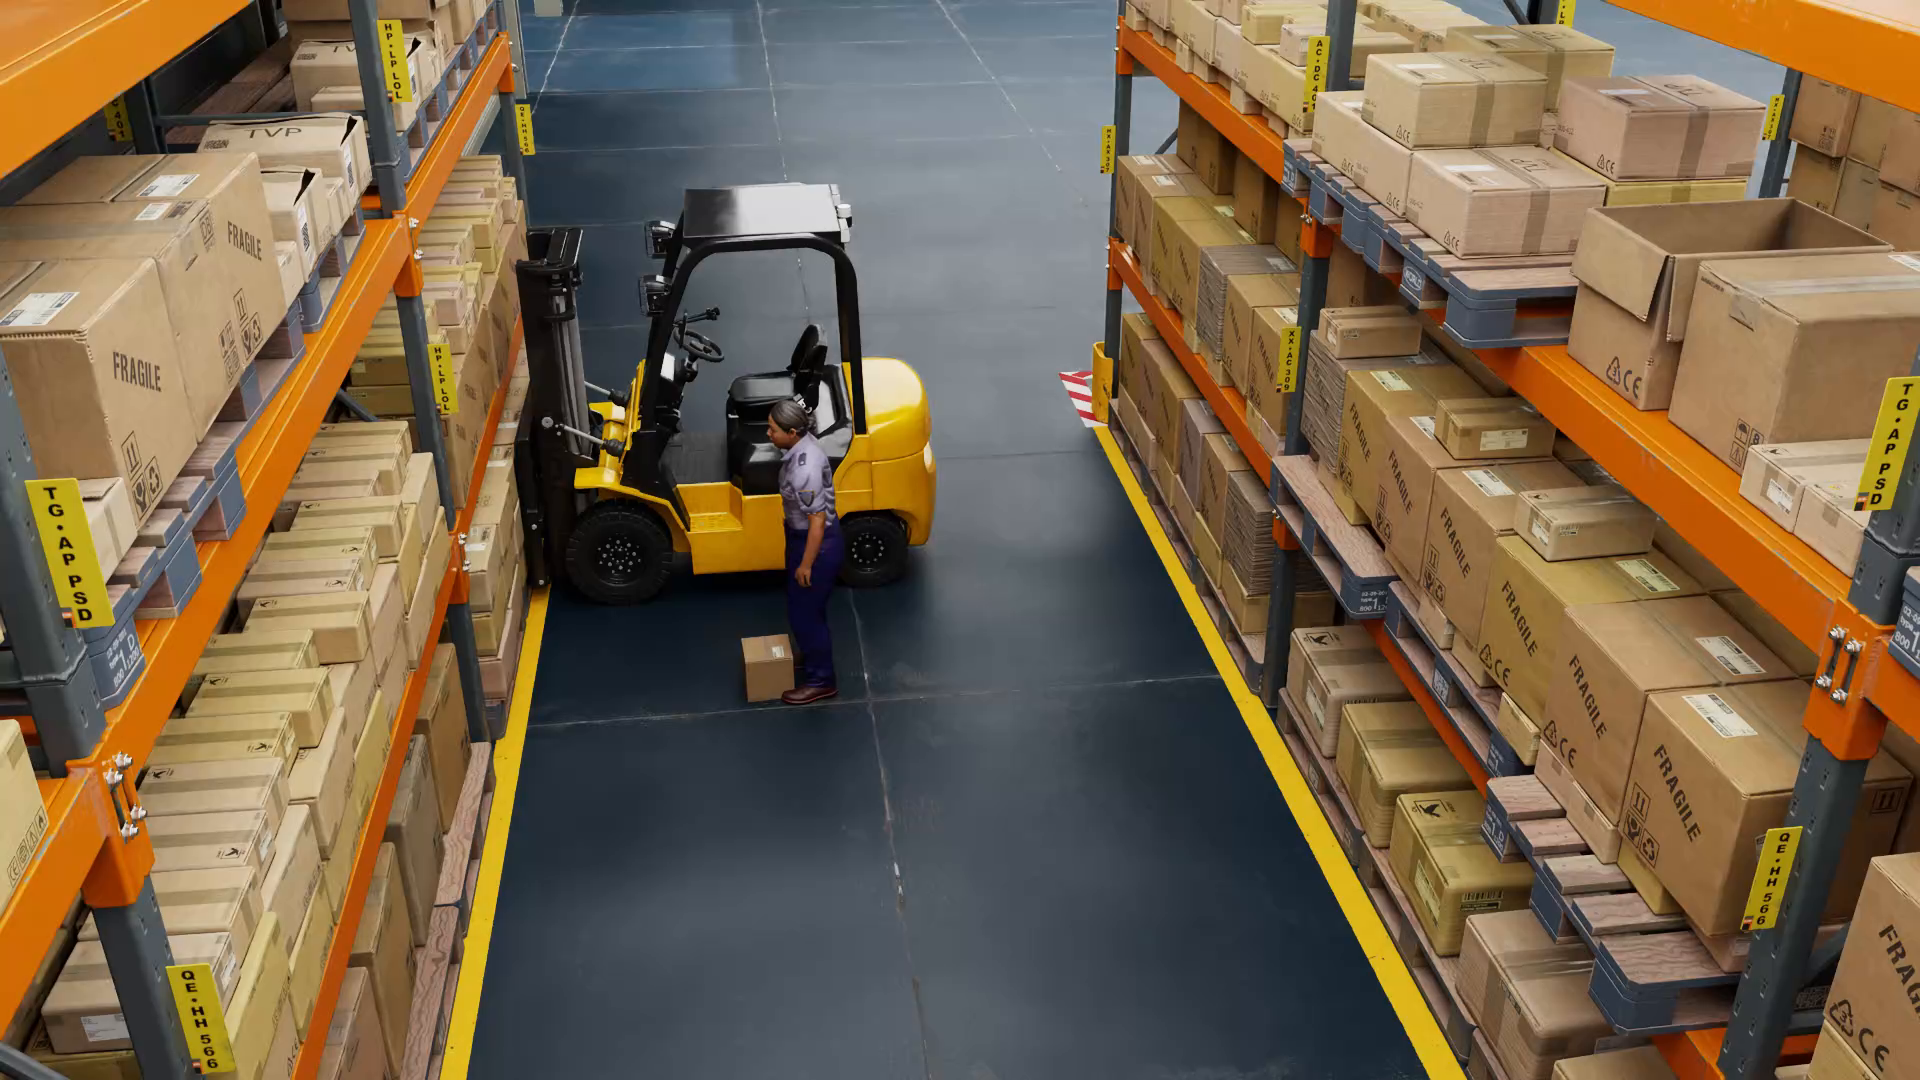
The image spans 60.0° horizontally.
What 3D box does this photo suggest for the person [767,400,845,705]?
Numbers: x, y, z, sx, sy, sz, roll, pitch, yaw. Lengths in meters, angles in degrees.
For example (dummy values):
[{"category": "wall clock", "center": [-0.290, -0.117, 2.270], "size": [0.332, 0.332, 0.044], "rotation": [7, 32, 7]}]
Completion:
[{"category": "person", "center": [-0.785, 0.033, 8.563], "size": [0.372, 1.651, 0.531], "rotation": [-4, 28, -8]}]
